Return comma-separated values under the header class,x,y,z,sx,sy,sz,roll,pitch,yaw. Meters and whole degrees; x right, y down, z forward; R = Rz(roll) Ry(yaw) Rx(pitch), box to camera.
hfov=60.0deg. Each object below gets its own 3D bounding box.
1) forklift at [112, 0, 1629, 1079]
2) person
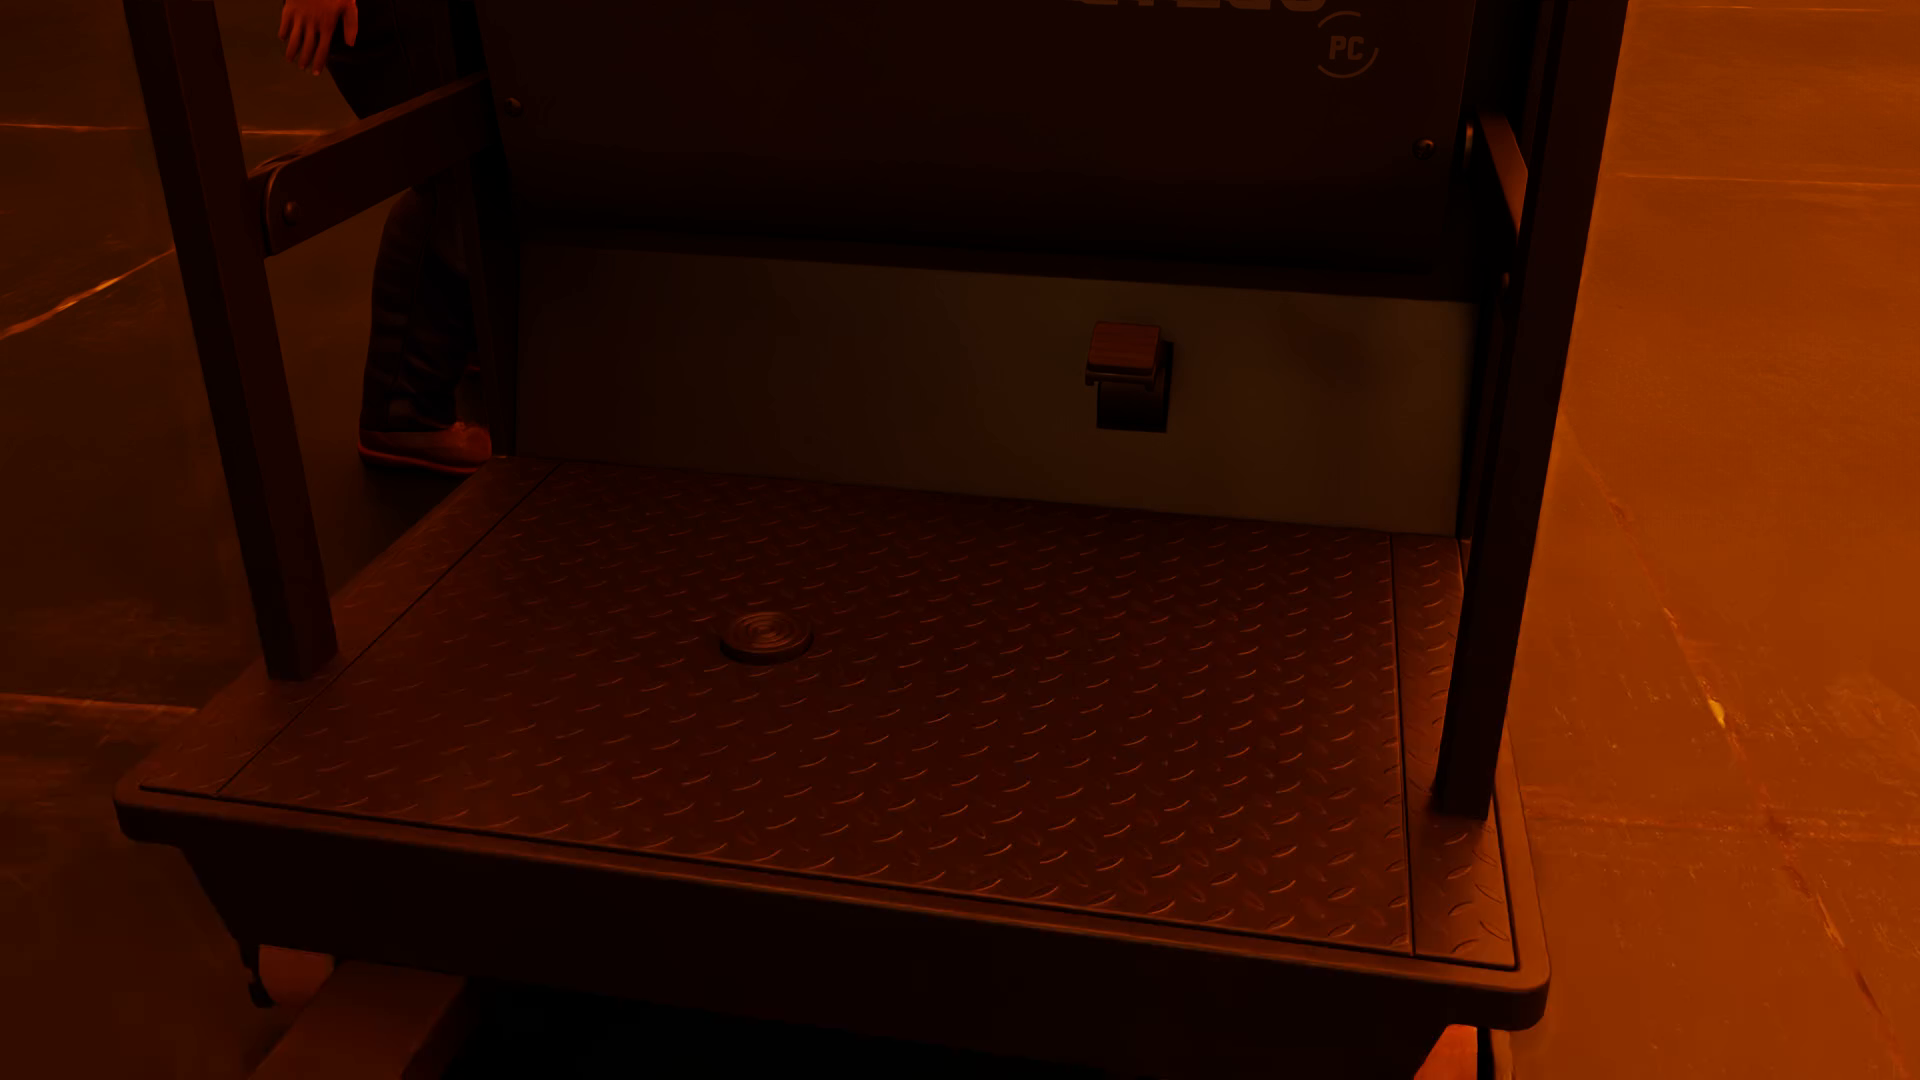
class,x,y,z,sx,sy,sz,roll,pitch,yaw
forklift,-0.043,-0.949,1.119,1.130,2.935,3.031,5,27,10
person,-0.826,-0.922,2.538,0.371,1.626,0.778,-1,27,-3
